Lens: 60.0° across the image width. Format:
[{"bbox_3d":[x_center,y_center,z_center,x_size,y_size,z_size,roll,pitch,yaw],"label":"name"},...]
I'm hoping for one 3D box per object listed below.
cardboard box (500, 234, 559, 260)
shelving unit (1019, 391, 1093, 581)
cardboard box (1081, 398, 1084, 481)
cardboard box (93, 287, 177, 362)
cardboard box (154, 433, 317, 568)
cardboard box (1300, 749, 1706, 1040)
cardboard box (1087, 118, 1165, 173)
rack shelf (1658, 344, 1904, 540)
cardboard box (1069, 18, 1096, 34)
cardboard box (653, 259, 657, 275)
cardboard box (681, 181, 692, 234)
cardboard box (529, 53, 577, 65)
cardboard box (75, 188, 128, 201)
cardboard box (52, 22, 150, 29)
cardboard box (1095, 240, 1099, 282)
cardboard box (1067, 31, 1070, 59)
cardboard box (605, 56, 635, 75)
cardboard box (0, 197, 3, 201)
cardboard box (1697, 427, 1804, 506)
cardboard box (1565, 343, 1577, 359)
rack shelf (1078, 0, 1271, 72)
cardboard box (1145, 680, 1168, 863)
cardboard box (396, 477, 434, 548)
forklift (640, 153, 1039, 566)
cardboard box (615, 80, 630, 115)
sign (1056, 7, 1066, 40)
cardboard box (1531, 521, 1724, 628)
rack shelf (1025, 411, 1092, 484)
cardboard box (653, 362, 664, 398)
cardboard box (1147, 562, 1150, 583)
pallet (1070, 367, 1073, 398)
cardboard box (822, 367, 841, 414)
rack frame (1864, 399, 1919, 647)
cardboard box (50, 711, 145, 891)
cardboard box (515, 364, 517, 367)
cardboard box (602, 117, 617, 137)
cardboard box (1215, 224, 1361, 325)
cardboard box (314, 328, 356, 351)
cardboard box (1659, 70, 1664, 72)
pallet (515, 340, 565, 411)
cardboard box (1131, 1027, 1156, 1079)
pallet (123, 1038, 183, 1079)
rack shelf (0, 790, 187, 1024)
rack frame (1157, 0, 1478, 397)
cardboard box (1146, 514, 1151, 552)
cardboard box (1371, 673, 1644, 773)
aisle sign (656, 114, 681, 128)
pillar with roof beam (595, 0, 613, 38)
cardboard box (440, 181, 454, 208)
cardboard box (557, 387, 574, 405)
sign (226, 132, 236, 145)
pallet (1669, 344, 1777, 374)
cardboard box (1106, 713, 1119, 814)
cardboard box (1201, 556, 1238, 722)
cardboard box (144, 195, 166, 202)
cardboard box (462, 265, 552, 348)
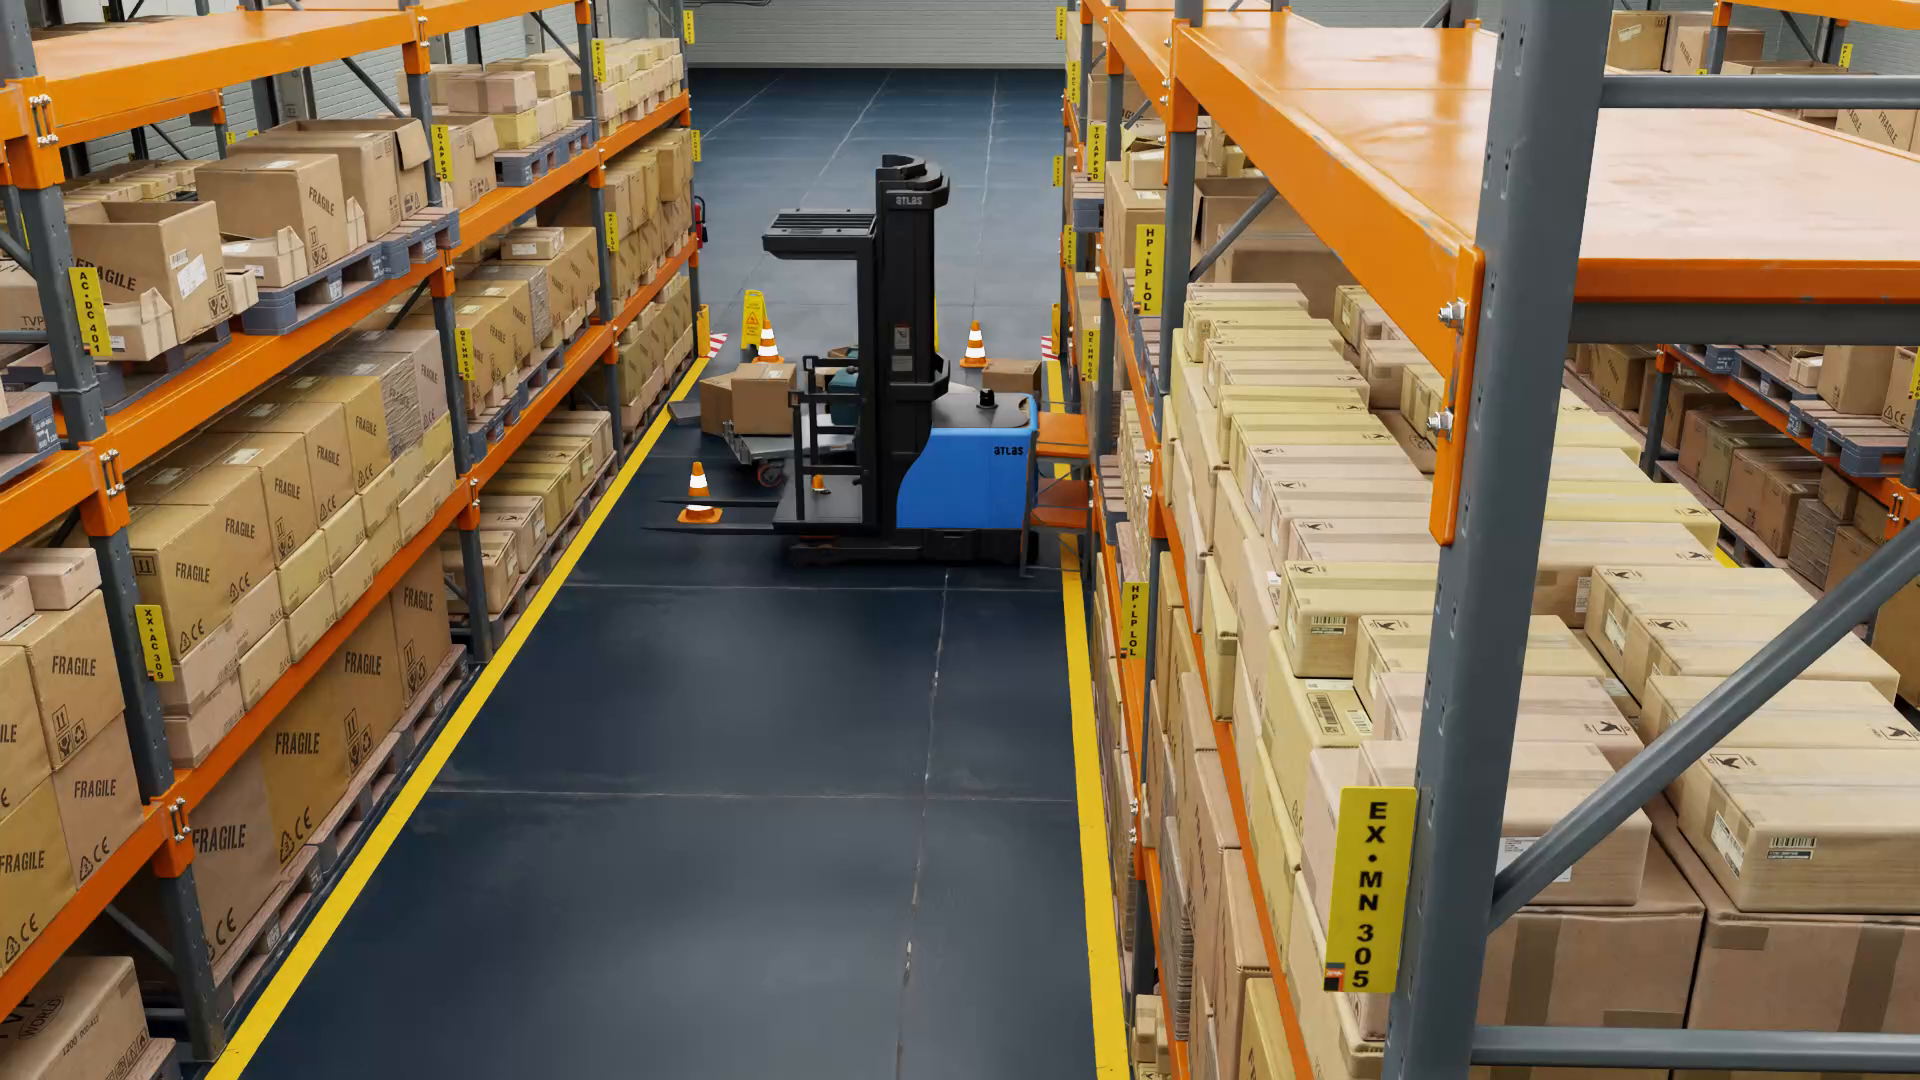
[{"bbox_3d":[-3.255,-2.216,12.568,0.380,0.149,0.250,0,21,-1],"label":"cardboard box"},{"bbox_3d":[0.753,-0.421,12.547,0.538,1.125,1.048,5,22,2],"label":"shelving unit"},{"bbox_3d":[1.548,-0.955,13.872,1.050,0.750,0.750,1,21,1],"label":"cardboard box"},{"bbox_3d":[-3.352,-0.867,6.576,0.396,0.266,0.258,0,21,1],"label":"cardboard box"},{"bbox_3d":[-3.411,-0.193,7.859,0.500,0.500,0.500,0,21,0],"label":"cardboard box"},{"bbox_3d":[0.872,0.575,2.770,0.500,0.250,0.500,0,21,0],"label":"cardboard box"},{"bbox_3d":[1.087,-2.567,10.757,0.500,0.311,0.500,1,21,2],"label":"cardboard box"},{"bbox_3d":[6.371,-0.883,12.154,1.077,0.370,4.000,1,21,2],"label":"rack shelf"},{"bbox_3d":[1.239,-4.890,15.865,0.380,0.149,0.250,0,21,1],"label":"cardboard box"},{"bbox_3d":[-3.115,-2.598,15.926,0.380,0.149,0.250,1,21,1],"label":"cardboard box"},{"bbox_3d":[-3.093,-3.483,17.310,0.500,0.500,0.500,0,21,1],"label":"cardboard box"},{"bbox_3d":[-3.730,-4.383,15.276,0.380,0.149,0.250,1,21,2],"label":"cardboard box"},{"bbox_3d":[-8.179,-3.261,15.840,0.380,0.149,0.250,1,21,2],"label":"cardboard box"},{"bbox_3d":[-8.214,-4.706,16.007,0.700,0.500,0.500,1,21,2],"label":"cardboard box"},{"bbox_3d":[1.468,-2.366,13.460,0.700,0.500,0.500,0,21,1],"label":"cardboard box"},{"bbox_3d":[1.313,-4.834,16.271,0.500,0.250,0.500,0,21,1],"label":"cardboard box"},{"bbox_3d":[-3.153,-4.286,15.026,0.380,0.149,0.250,0,21,1],"label":"cardboard box"},{"bbox_3d":[-8.711,-3.082,15.378,0.380,0.149,0.250,0,21,1],"label":"cardboard box"},{"bbox_3d":[6.358,-0.588,13.244,0.700,0.500,0.500,1,21,1],"label":"cardboard box"},{"bbox_3d":[6.518,-2.193,17.409,0.500,0.500,0.500,5,22,12],"label":"cardboard box"},{"bbox_3d":[1.416,-3.585,11.376,1.077,0.370,4.000,1,21,2],"label":"rack shelf"},{"bbox_3d":[0.967,0.850,6.141,0.500,0.500,0.500,0,21,1],"label":"cardboard box"},{"bbox_3d":[-3.351,-0.164,9.513,0.500,0.250,0.500,1,21,3],"label":"cardboard box"},{"bbox_3d":[-0.911,-1.359,12.481,3.031,2.935,1.130,1,21,1],"label":"forklift"},{"bbox_3d":[-3.180,-3.861,14.482,0.500,0.250,0.500,0,21,1],"label":"cardboard box"},{"bbox_3d":[1.044,-5.330,17.156,0.100,0.325,0.005,1,21,2],"label":"sign"},{"bbox_3d":[1.367,0.072,3.515,0.380,0.149,0.250,1,21,3],"label":"cardboard box"},{"bbox_3d":[0.772,-0.693,12.439,0.538,0.278,1.000,5,22,2],"label":"rack shelf"},{"bbox_3d":[-3.167,-1.560,16.124,0.500,0.250,0.500,0,21,1],"label":"cardboard box"},{"bbox_3d":[1.070,0.212,7.691,0.380,0.149,0.250,0,21,0],"label":"cardboard box"},{"bbox_3d":[1.613,-1.449,16.473,1.003,0.211,1.213,1,21,2],"label":"pallet"},{"bbox_3d":[-0.895,-1.396,15.742,0.797,0.637,0.503,1,21,2],"label":"cardboard box"},{"bbox_3d":[6.310,-0.496,10.160,1.000,3.000,0.127,1,21,2],"label":"rack frame"},{"bbox_3d":[-3.476,0.965,6.256,0.500,0.500,0.500,1,21,2],"label":"cardboard box"},{"bbox_3d":[-3.345,-1.186,11.707,0.380,0.149,0.250,2,21,5],"label":"cardboard box"},{"bbox_3d":[-3.153,-3.536,14.197,0.380,0.149,0.250,1,21,2],"label":"cardboard box"},{"bbox_3d":[1.355,-0.917,6.381,0.700,0.500,0.500,1,21,2],"label":"cardboard box"},{"bbox_3d":[-3.855,-0.942,9.789,0.500,0.500,0.500,0,21,0],"label":"cardboard box"},{"bbox_3d":[6.717,-4.427,15.801,0.380,0.149,0.250,1,21,2],"label":"cardboard box"},{"bbox_3d":[-3.576,-1.232,12.321,1.003,0.211,1.213,1,21,2],"label":"pallet"},{"bbox_3d":[0.902,2.121,6.777,0.380,0.149,0.250,0,21,-1],"label":"cardboard box"},{"bbox_3d":[-3.818,2.416,6.512,1.003,0.211,1.213,1,21,2],"label":"pallet"},{"bbox_3d":[-3.778,1.900,4.980,1.077,0.370,4.000,1,21,2],"label":"rack shelf"},{"bbox_3d":[1.234,-1.937,5.582,1.000,3.000,0.127,1,21,2],"label":"rack frame"},{"bbox_3d":[1.087,-0.018,7.874,0.380,0.149,0.250,0,21,0],"label":"cardboard box"},{"bbox_3d":[0.913,0.347,2.808,0.380,0.149,0.250,1,21,2],"label":"cardboard box"},{"bbox_3d":[-3.060,-4.728,17.475,0.394,0.787,0.004,1,21,2],"label":"aisle sign"},{"bbox_3d":[-4.202,-14.736,38.567,9.100,9.000,0.400,1,21,2],"label":"pillar with roof beam"},{"bbox_3d":[-3.408,-2.145,10.449,0.396,0.266,0.258,1,21,2],"label":"cardboard box"},{"bbox_3d":[-3.724,-1.531,15.013,0.500,0.500,0.500,0,21,1],"label":"cardboard box"},{"bbox_3d":[-7.771,-4.190,17.752,0.100,0.325,0.005,1,21,2],"label":"sign"},{"bbox_3d":[6.263,-1.578,13.214,1.003,0.211,1.213,1,21,2],"label":"pallet"},{"bbox_3d":[1.041,1.188,8.696,0.500,0.500,0.500,0,21,0],"label":"cardboard box"},{"bbox_3d":[0.895,0.254,4.289,0.500,0.250,0.500,2,21,4],"label":"cardboard box"},{"bbox_3d":[-8.058,-3.307,16.370,0.380,0.149,0.250,1,21,2],"label":"cardboard box"},{"bbox_3d":[-3.309,-1.707,12.152,0.500,0.500,0.500,0,21,0],"label":"cardboard box"}]
